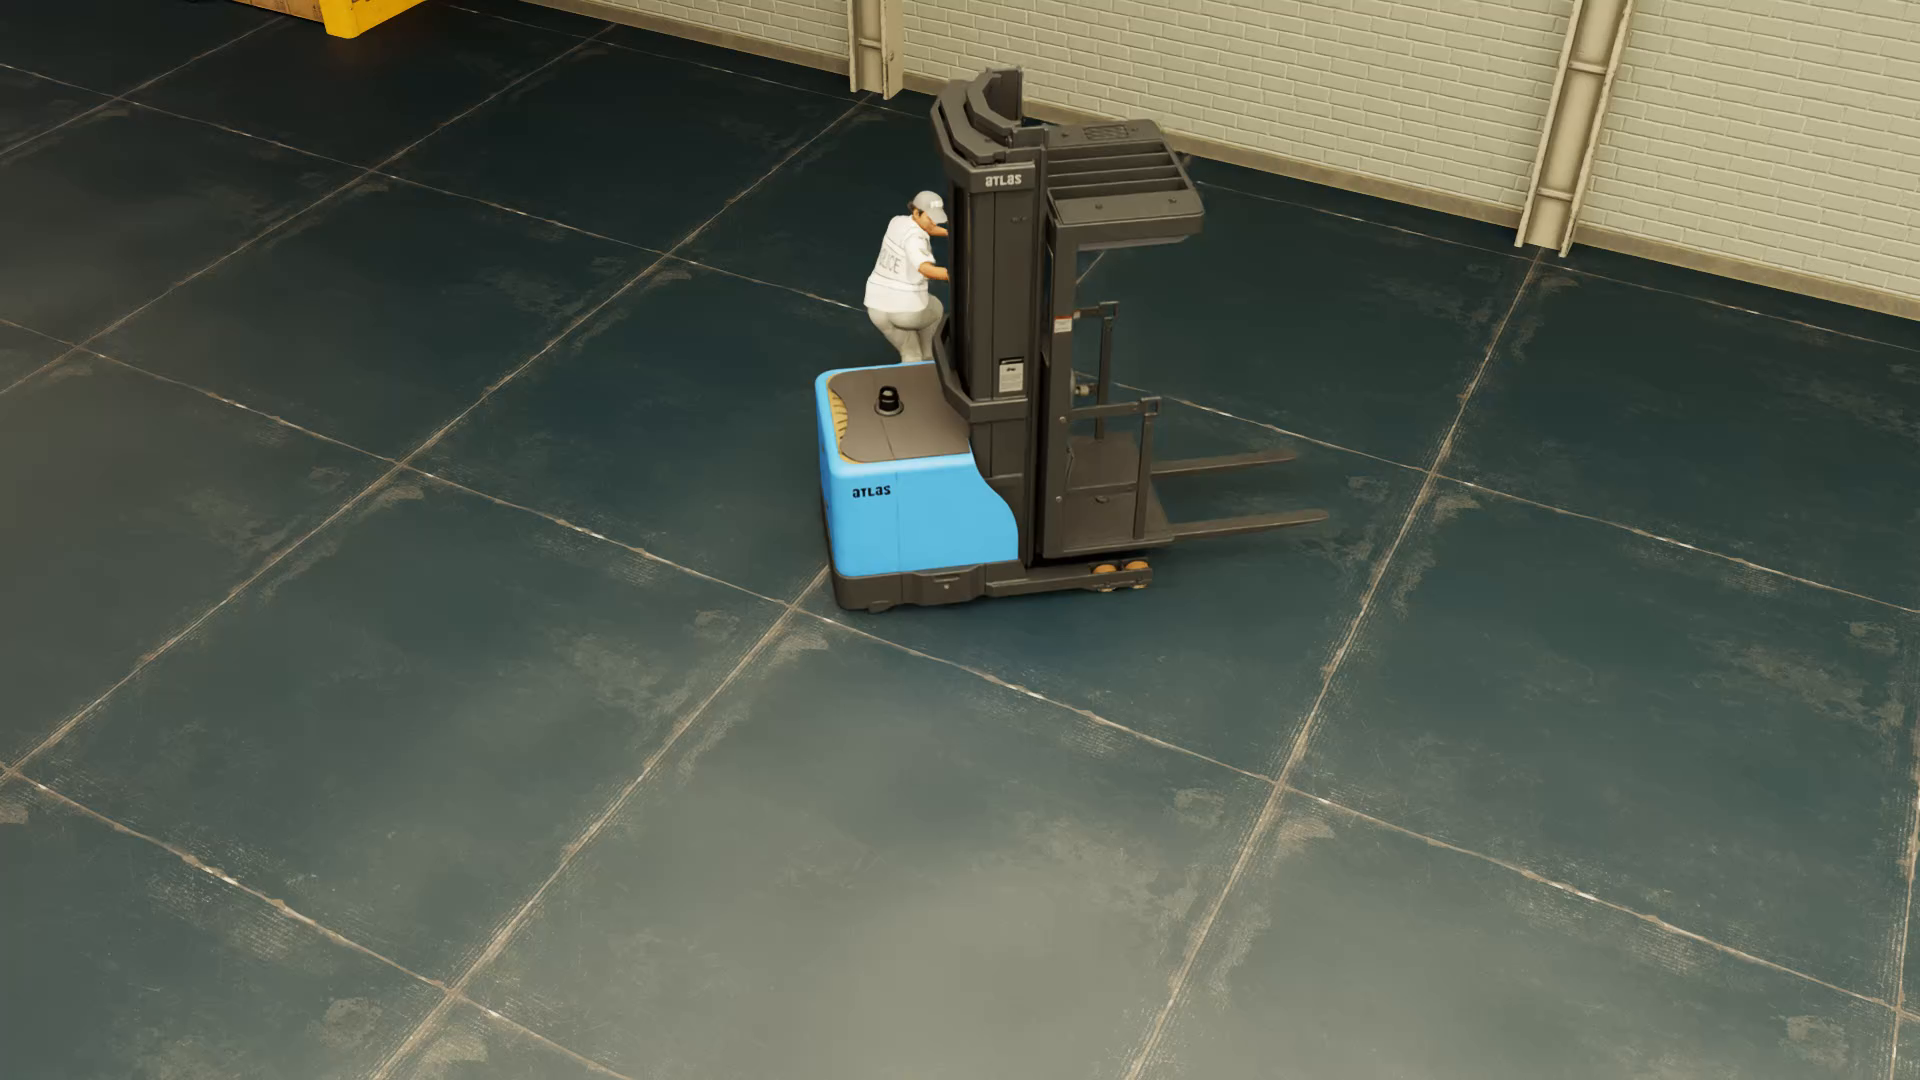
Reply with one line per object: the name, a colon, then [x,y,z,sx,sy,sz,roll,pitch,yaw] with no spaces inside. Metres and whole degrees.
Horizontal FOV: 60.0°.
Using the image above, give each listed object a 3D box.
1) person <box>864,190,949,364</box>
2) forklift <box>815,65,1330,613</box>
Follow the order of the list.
person: [-0.125,-1.638,11.130,0.836,1.459,1.062,25,46,27]
forklift: [0.698,-1.144,9.345,3.031,2.935,1.130,-6,40,-7]
